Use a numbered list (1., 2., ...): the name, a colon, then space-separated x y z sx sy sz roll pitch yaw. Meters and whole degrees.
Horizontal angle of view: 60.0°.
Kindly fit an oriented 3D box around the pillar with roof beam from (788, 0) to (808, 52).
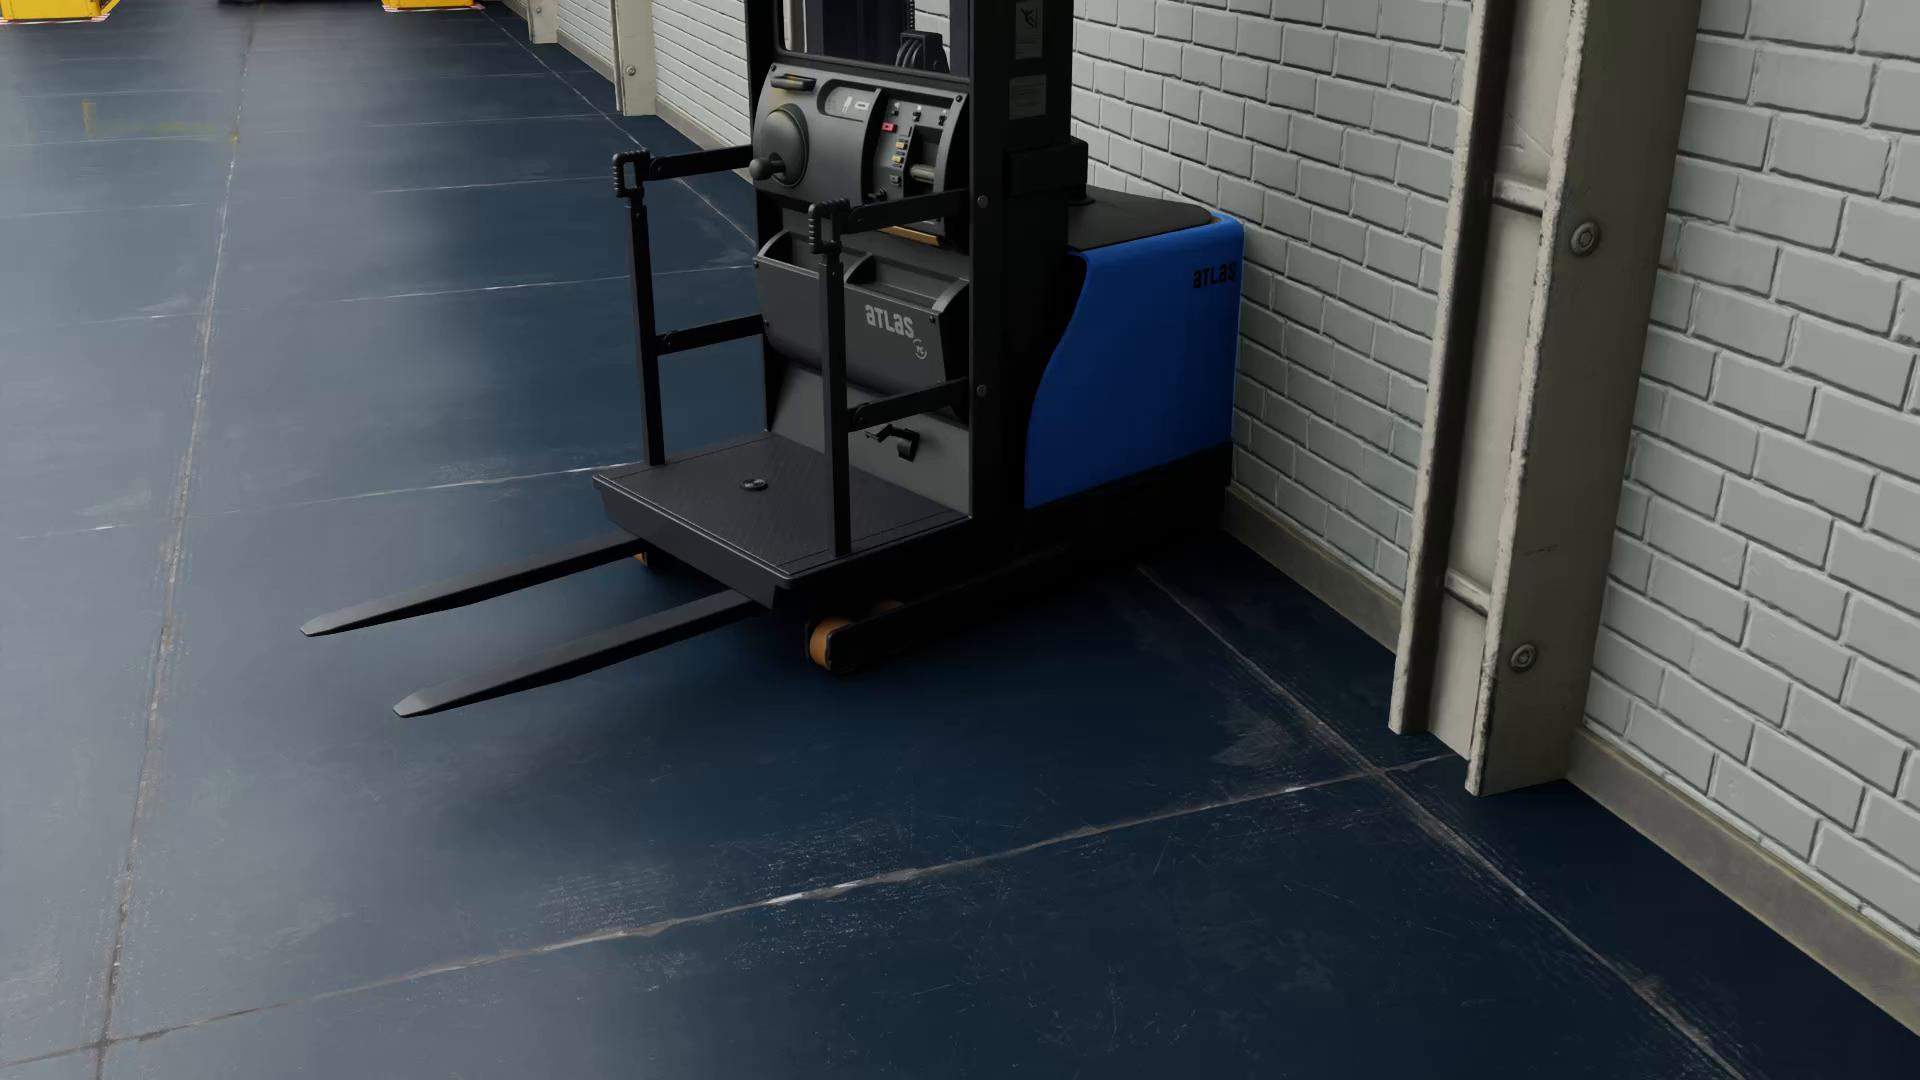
1. pillar with roof beam: -4.766 -5.178 6.450 9.100 9.000 0.400 -8 24 -19

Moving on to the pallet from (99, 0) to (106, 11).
1. pallet: -12.617 -7.528 23.340 1.003 0.211 1.213 -8 24 -19

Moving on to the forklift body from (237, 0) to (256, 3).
1. forklift body: -10.071 -9.216 24.846 2.313 2.155 1.214 -8 24 -19

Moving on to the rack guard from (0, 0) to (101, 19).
1. rack guard: -12.364 -7.361 22.572 1.175 0.500 0.348 -8 24 -19

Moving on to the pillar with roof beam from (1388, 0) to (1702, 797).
1. pillar with roof beam: -2.646 -2.998 1.277 9.100 9.000 0.400 -8 24 -19

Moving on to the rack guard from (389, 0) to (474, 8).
1. rack guard: -7.686 -8.008 24.105 1.175 0.500 0.348 -8 24 -19

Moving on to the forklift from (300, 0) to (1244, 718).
1. forklift: -0.469 -1.191 4.802 3.031 2.935 1.130 -19 29 -37

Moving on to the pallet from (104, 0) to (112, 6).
1. pallet: -13.045 -7.971 24.390 1.003 0.211 1.213 -8 24 -19

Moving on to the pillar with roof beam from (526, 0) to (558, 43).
1. pillar with roof beam: -9.005 -9.538 16.795 9.100 9.000 0.400 -8 24 -19

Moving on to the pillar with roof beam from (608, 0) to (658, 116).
1. pillar with roof beam: -6.885 -7.358 11.622 9.100 9.000 0.400 -8 24 -19
